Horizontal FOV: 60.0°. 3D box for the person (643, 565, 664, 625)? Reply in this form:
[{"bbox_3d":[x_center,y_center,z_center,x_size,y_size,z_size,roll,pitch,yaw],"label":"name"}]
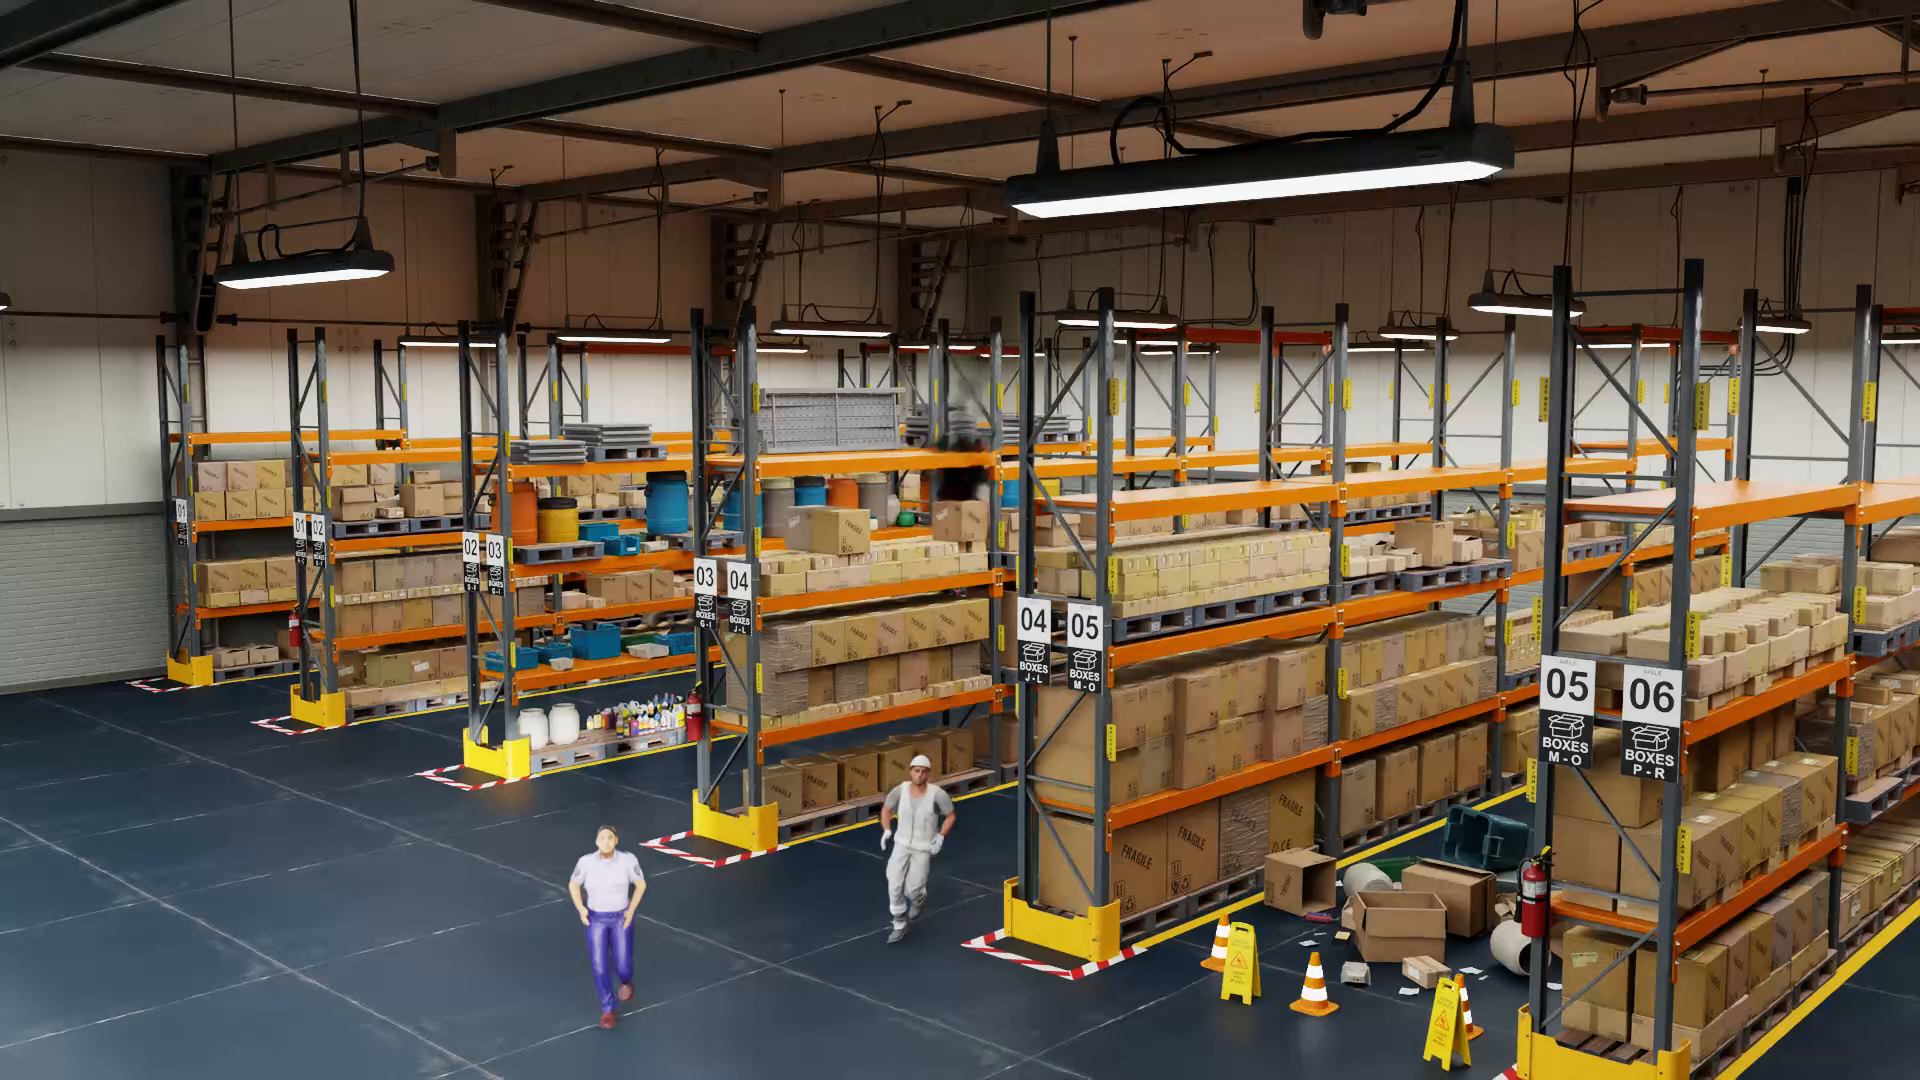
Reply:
[{"bbox_3d":[-5.851,1.329,32.036,0.663,1.704,0.733,4,7,37],"label":"person"}]

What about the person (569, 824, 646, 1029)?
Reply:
[{"bbox_3d":[-2.869,3.099,13.536,0.614,1.621,0.561,-1,5,-9],"label":"person"}]

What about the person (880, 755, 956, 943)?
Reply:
[{"bbox_3d":[-0.405,2.863,15.538,0.700,1.742,0.596,1,6,15],"label":"person"}]
